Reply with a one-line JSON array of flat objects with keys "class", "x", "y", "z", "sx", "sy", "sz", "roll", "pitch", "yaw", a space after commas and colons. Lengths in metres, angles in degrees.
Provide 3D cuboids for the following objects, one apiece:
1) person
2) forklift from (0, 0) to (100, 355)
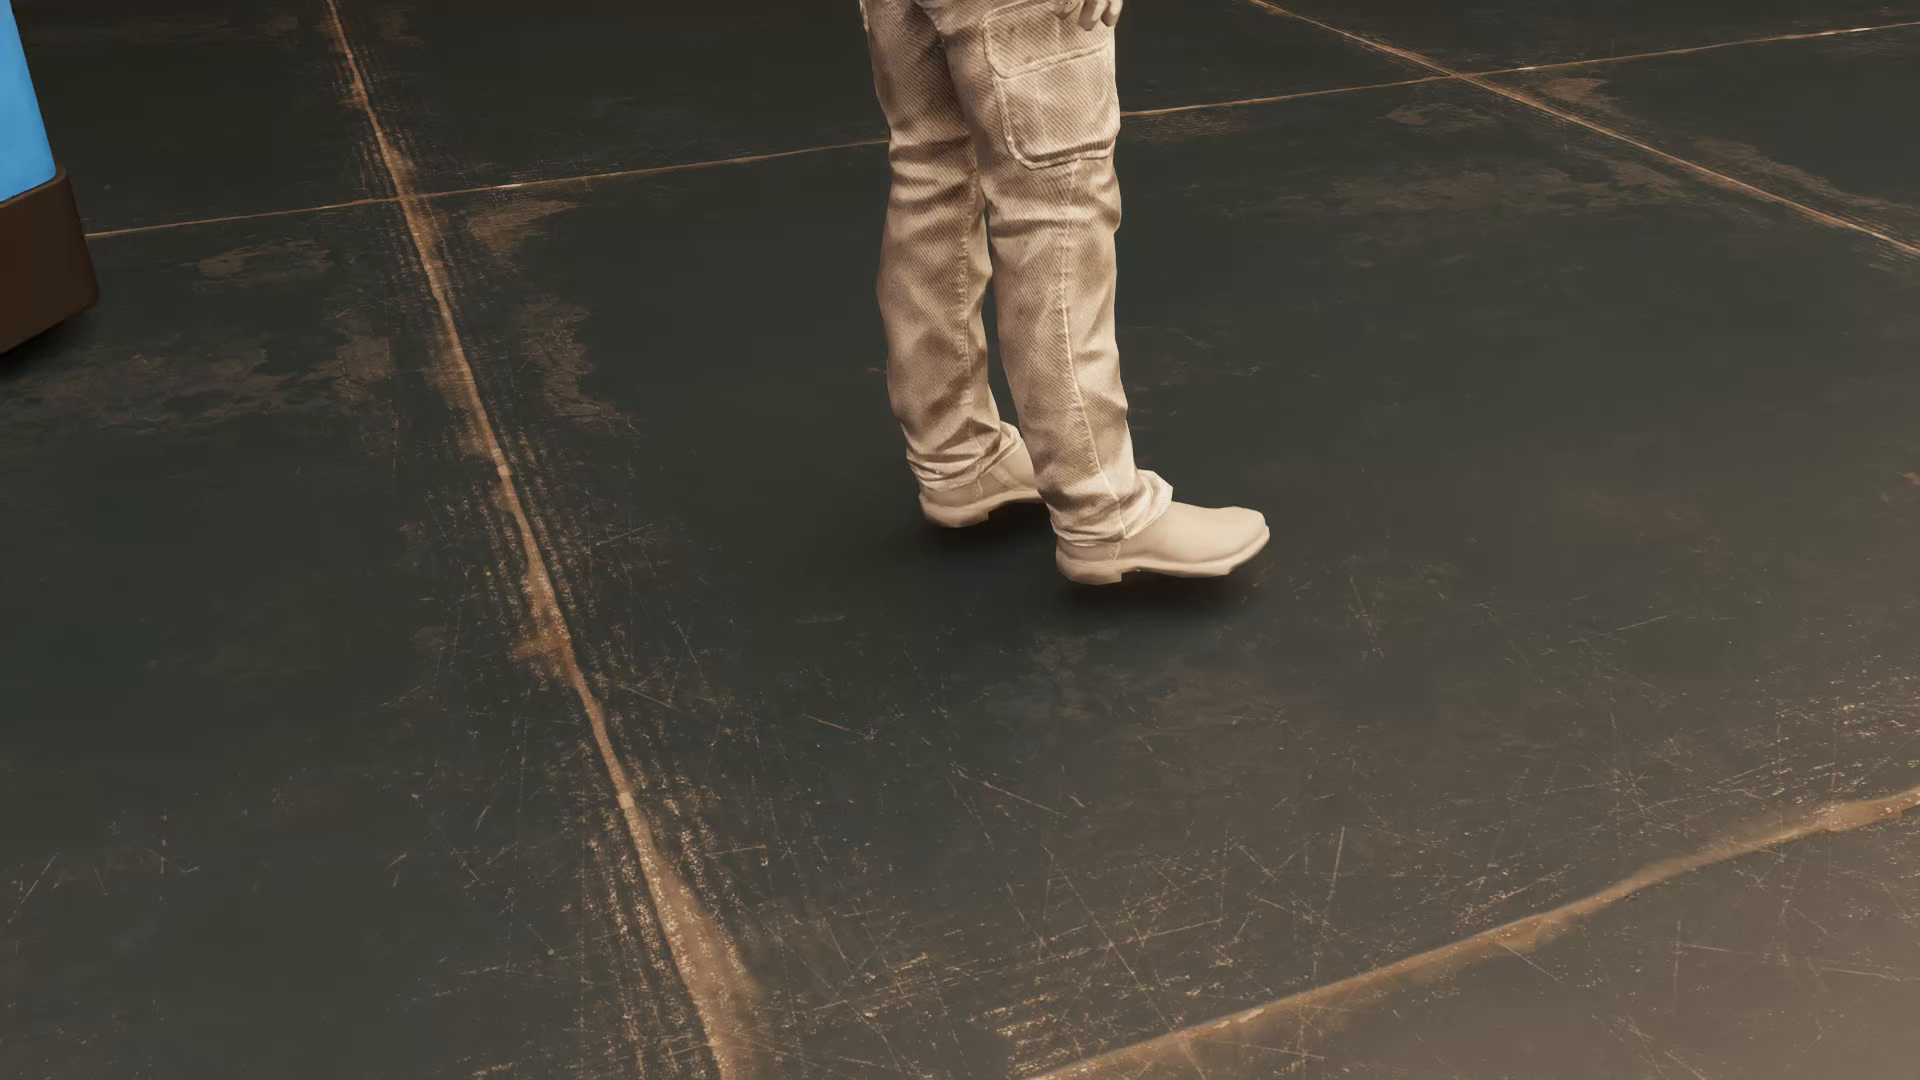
[{"class": "person", "x": 0.070, "y": -0.824, "z": 2.054, "sx": 0.575, "sy": 1.779, "sz": 0.656, "roll": -11, "pitch": 32, "yaw": -19}, {"class": "forklift", "x": -3.206, "y": -1.611, "z": 2.367, "sx": 3.031, "sy": 2.935, "sz": 1.130, "roll": 6, "pitch": 30, "yaw": 11}]
